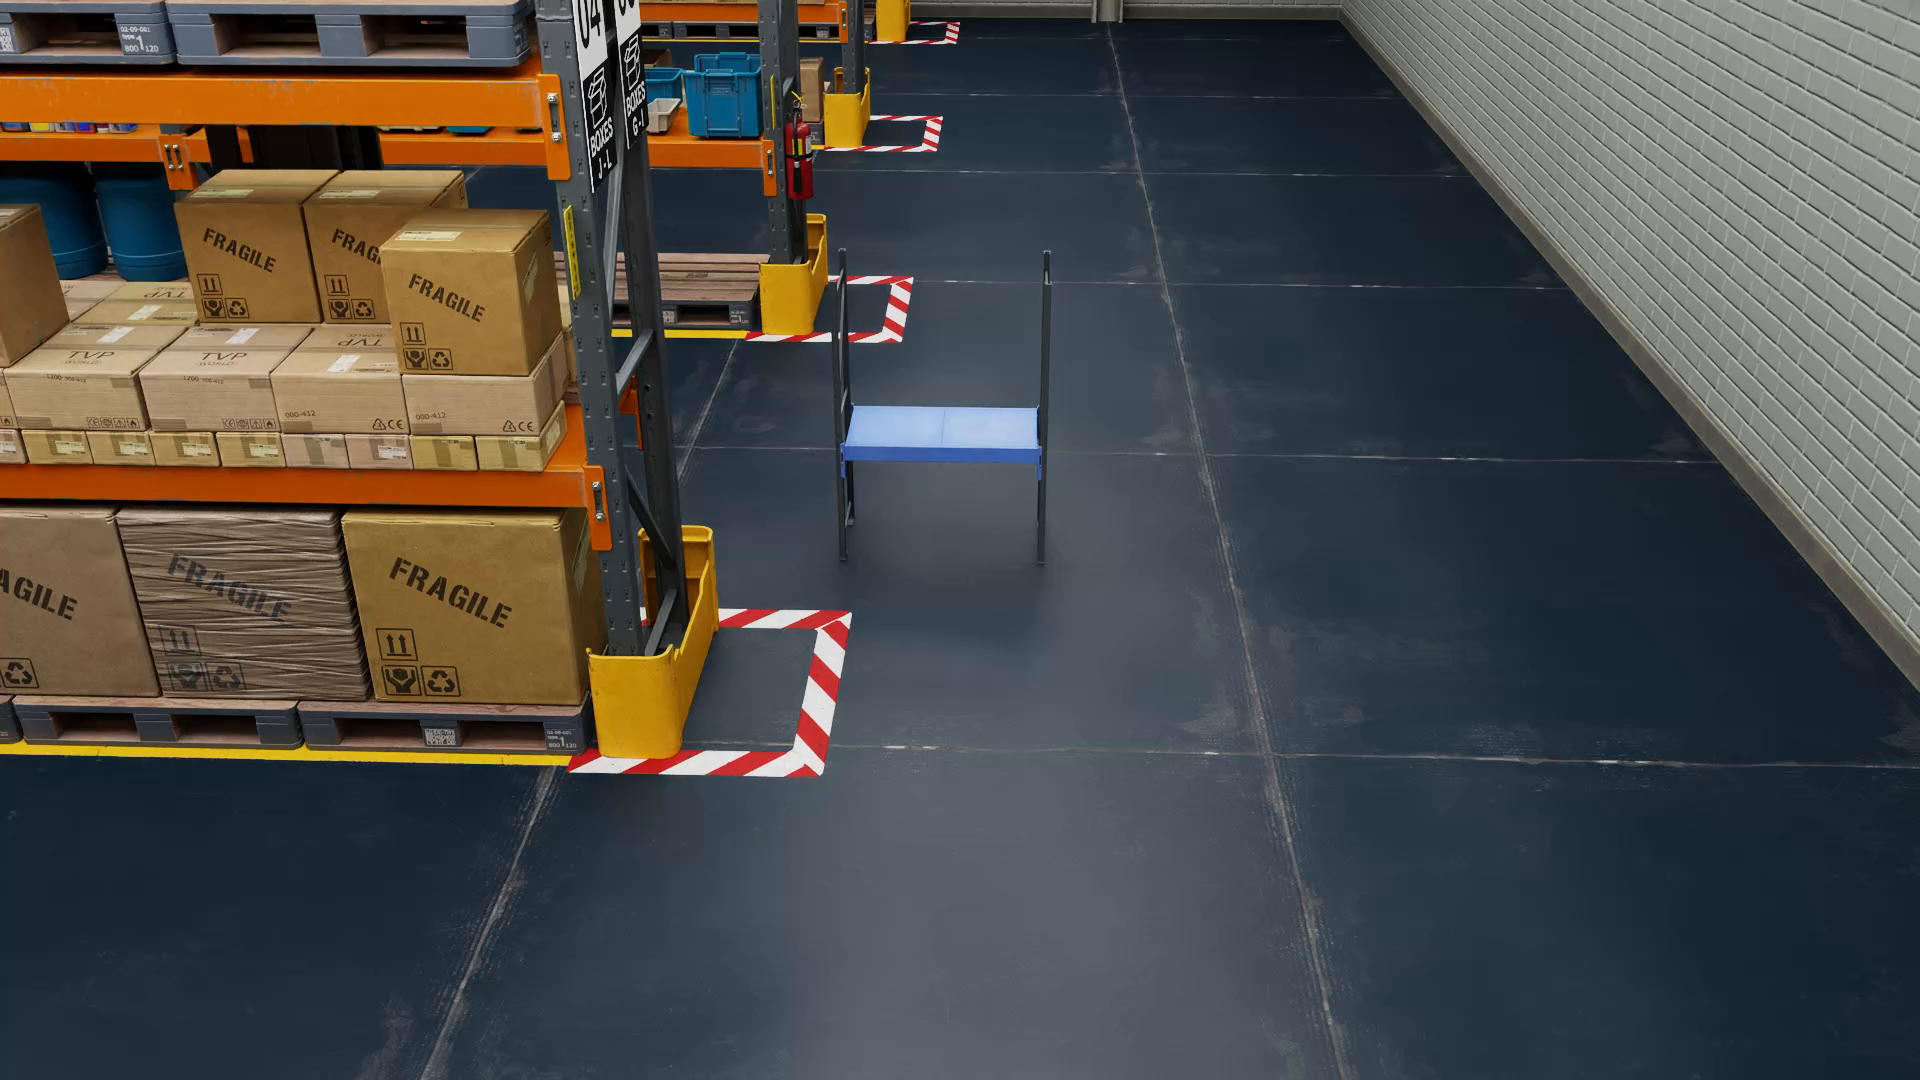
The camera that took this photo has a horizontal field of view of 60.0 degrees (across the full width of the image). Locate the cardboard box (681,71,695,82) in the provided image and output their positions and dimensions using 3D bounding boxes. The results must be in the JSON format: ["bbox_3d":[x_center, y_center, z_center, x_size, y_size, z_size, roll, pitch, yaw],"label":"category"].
[{"bbox_3d":[-2.548,-4.452,16.412,0.500,0.250,0.500,1,28,2],"label":"cardboard box"}]

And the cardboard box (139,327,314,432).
[{"bbox_3d":[-2.878,-0.643,6.604,0.500,0.250,0.500,0,28,0],"label":"cardboard box"}]

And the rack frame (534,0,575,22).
[{"bbox_3d":[-1.369,-3.328,5.420,0.127,3.000,1.000,1,28,2],"label":"rack frame"}]

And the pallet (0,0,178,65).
[{"bbox_3d":[-3.333,-1.990,6.193,1.213,0.211,1.003,1,28,2],"label":"pallet"}]

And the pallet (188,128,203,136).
[{"bbox_3d":[-7.050,-4.163,16.378,1.213,0.211,1.003,1,28,2],"label":"pallet"}]

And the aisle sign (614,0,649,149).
[{"bbox_3d":[-1.286,-1.965,6.479,0.004,0.787,0.394,1,28,2],"label":"aisle sign"}]

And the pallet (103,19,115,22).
[{"bbox_3d":[-10.836,-6.568,20.915,1.213,0.211,1.003,1,28,2],"label":"pallet"}]

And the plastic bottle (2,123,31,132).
[{"bbox_3d":[-6.307,-2.905,11.080,0.185,0.351,0.144,1,28,2],"label":"plastic bottle"}]

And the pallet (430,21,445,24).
[{"bbox_3d":[-6.838,-6.463,20.717,1.213,0.211,1.003,1,28,2],"label":"pallet"}]

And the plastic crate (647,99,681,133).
[{"bbox_3d":[-2.016,-2.835,11.112,0.243,0.136,0.396,1,28,2],"label":"plastic crate"}]

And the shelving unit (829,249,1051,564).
[{"bbox_3d":[-0.085,-0.664,8.401,1.048,1.500,0.538,1,28,2],"label":"shelving unit"}]

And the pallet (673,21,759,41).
[{"bbox_3d":[-2.862,-6.399,20.596,1.213,0.211,1.003,1,28,2],"label":"pallet"}]

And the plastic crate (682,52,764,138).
[{"bbox_3d":[-1.535,-2.956,11.022,0.499,0.435,0.616,1,28,2],"label":"plastic crate"}]

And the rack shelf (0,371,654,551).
[{"bbox_3d":[-3.368,-0.393,7.056,4.000,0.370,1.077,1,28,2],"label":"rack shelf"}]

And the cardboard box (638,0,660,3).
[{"bbox_3d":[-2.993,-5.265,15.372,0.500,0.500,0.500,1,28,1],"label":"cardboard box"}]

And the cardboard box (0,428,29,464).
[{"bbox_3d":[-3.787,-0.451,6.666,0.250,0.149,0.380,1,28,2],"label":"cardboard box"}]

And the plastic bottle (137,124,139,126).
[{"bbox_3d":[-5.611,-2.888,11.208,0.097,0.201,0.097,0,28,0],"label":"plastic bottle"}]

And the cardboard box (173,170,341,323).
[{"bbox_3d":[-2.857,-1.222,6.895,0.500,0.500,0.500,0,28,0],"label":"cardboard box"}]

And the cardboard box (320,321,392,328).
[{"bbox_3d":[-2.359,-0.882,7.055,0.500,0.250,0.500,1,28,1],"label":"cardboard box"}]

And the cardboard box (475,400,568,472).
[{"bbox_3d":[-1.736,-0.418,6.605,0.250,0.149,0.380,1,28,3],"label":"cardboard box"}]

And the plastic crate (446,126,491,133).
[{"bbox_3d":[-3.256,-2.862,11.062,0.300,0.233,0.416,1,28,2],"label":"plastic crate"}]

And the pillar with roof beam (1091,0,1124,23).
[{"bbox_3d":[1.732,-8.629,15.420,0.400,9.000,9.100,1,28,2],"label":"pillar with roof beam"}]

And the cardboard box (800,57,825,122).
[{"bbox_3d":[-1.568,-4.298,15.854,0.500,0.500,0.500,1,28,2],"label":"cardboard box"}]

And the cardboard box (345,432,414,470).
[{"bbox_3d":[-2.248,-0.426,6.620,0.250,0.149,0.380,1,28,2],"label":"cardboard box"}]

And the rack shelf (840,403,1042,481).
[{"bbox_3d":[-0.085,-0.505,8.486,1.000,0.185,0.538,1,28,2],"label":"rack shelf"}]

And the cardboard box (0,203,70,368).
[{"bbox_3d":[-3.885,-0.994,6.465,0.500,0.500,0.500,0,28,0],"label":"cardboard box"}]

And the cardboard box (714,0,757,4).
[{"bbox_3d":[-1.991,-5.245,15.336,0.500,0.500,0.500,1,28,2],"label":"cardboard box"}]

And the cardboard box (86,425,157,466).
[{"bbox_3d":[-3.264,-0.444,6.652,0.250,0.149,0.380,1,28,3],"label":"cardboard box"}]

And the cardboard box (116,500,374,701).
[{"bbox_3d":[-2.921,0.088,7.202,0.875,0.875,0.875,1,28,2],"label":"cardboard box"}]

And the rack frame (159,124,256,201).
[{"bbox_3d":[-5.192,-3.062,11.323,0.127,3.000,1.000,1,28,2],"label":"rack frame"}]

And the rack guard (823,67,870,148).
[{"bbox_3d":[-1.092,-4.211,16.160,0.348,0.500,1.175,1,28,2],"label":"rack guard"}]

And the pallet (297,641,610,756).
[{"bbox_3d":[-2.171,0.578,7.434,1.213,0.211,1.003,1,28,2],"label":"pallet"}]

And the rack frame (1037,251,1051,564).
[{"bbox_3d":[0.423,-0.656,8.386,0.032,1.500,0.500,1,28,2],"label":"rack frame"}]

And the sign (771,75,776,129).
[{"bbox_3d":[-1.197,-2.810,10.674,0.005,0.325,0.100,1,28,2],"label":"sign"}]

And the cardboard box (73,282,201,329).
[{"bbox_3d":[-3.383,-0.899,7.085,0.500,0.250,0.500,0,28,1],"label":"cardboard box"}]

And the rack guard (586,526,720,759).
[{"bbox_3d":[-1.345,0.427,7.410,0.348,0.500,1.175,1,28,2],"label":"rack guard"}]

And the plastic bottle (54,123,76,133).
[{"bbox_3d":[-5.962,-2.868,11.091,0.135,0.276,0.152,1,28,2],"label":"plastic bottle"}]

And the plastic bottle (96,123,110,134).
[{"bbox_3d":[-5.714,-2.818,11.076,0.097,0.201,0.097,0,28,0],"label":"plastic bottle"}]

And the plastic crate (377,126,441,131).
[{"bbox_3d":[-3.672,-2.925,11.127,0.530,0.282,0.437,1,28,2],"label":"plastic crate"}]

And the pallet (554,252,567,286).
[{"bbox_3d":[-3.233,-1.817,11.952,1.213,0.211,1.003,1,28,2],"label":"pallet"}]

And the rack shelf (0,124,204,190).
[{"bbox_3d":[-7.190,-2.777,11.554,4.000,0.370,1.077,1,28,2],"label":"rack shelf"}]

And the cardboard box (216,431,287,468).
[{"bbox_3d":[-2.757,-0.434,6.635,0.250,0.149,0.380,0,28,1],"label":"cardboard box"}]

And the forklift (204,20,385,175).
[{"bbox_3d":[-3.586,-1.357,8.181,3.031,2.935,1.130,-2,28,-4],"label":"forklift"}]

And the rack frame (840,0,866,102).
[{"bbox_3d":[-1.016,-5.314,15.572,0.127,3.000,1.000,1,28,2],"label":"rack frame"}]

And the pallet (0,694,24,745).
[{"bbox_3d":[-4.609,0.538,7.510,1.213,0.211,1.003,1,28,2],"label":"pallet"}]

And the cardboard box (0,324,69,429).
[{"bbox_3d":[-3.891,-0.662,6.639,0.500,0.250,0.500,2,28,3],"label":"cardboard box"}]

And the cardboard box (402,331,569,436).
[{"bbox_3d":[-1.863,-0.626,6.572,0.500,0.250,0.500,1,28,1],"label":"cardboard box"}]

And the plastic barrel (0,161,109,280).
[{"bbox_3d":[-6.442,-2.349,11.771,0.708,0.901,0.600,1,28,2],"label":"plastic barrel"}]
